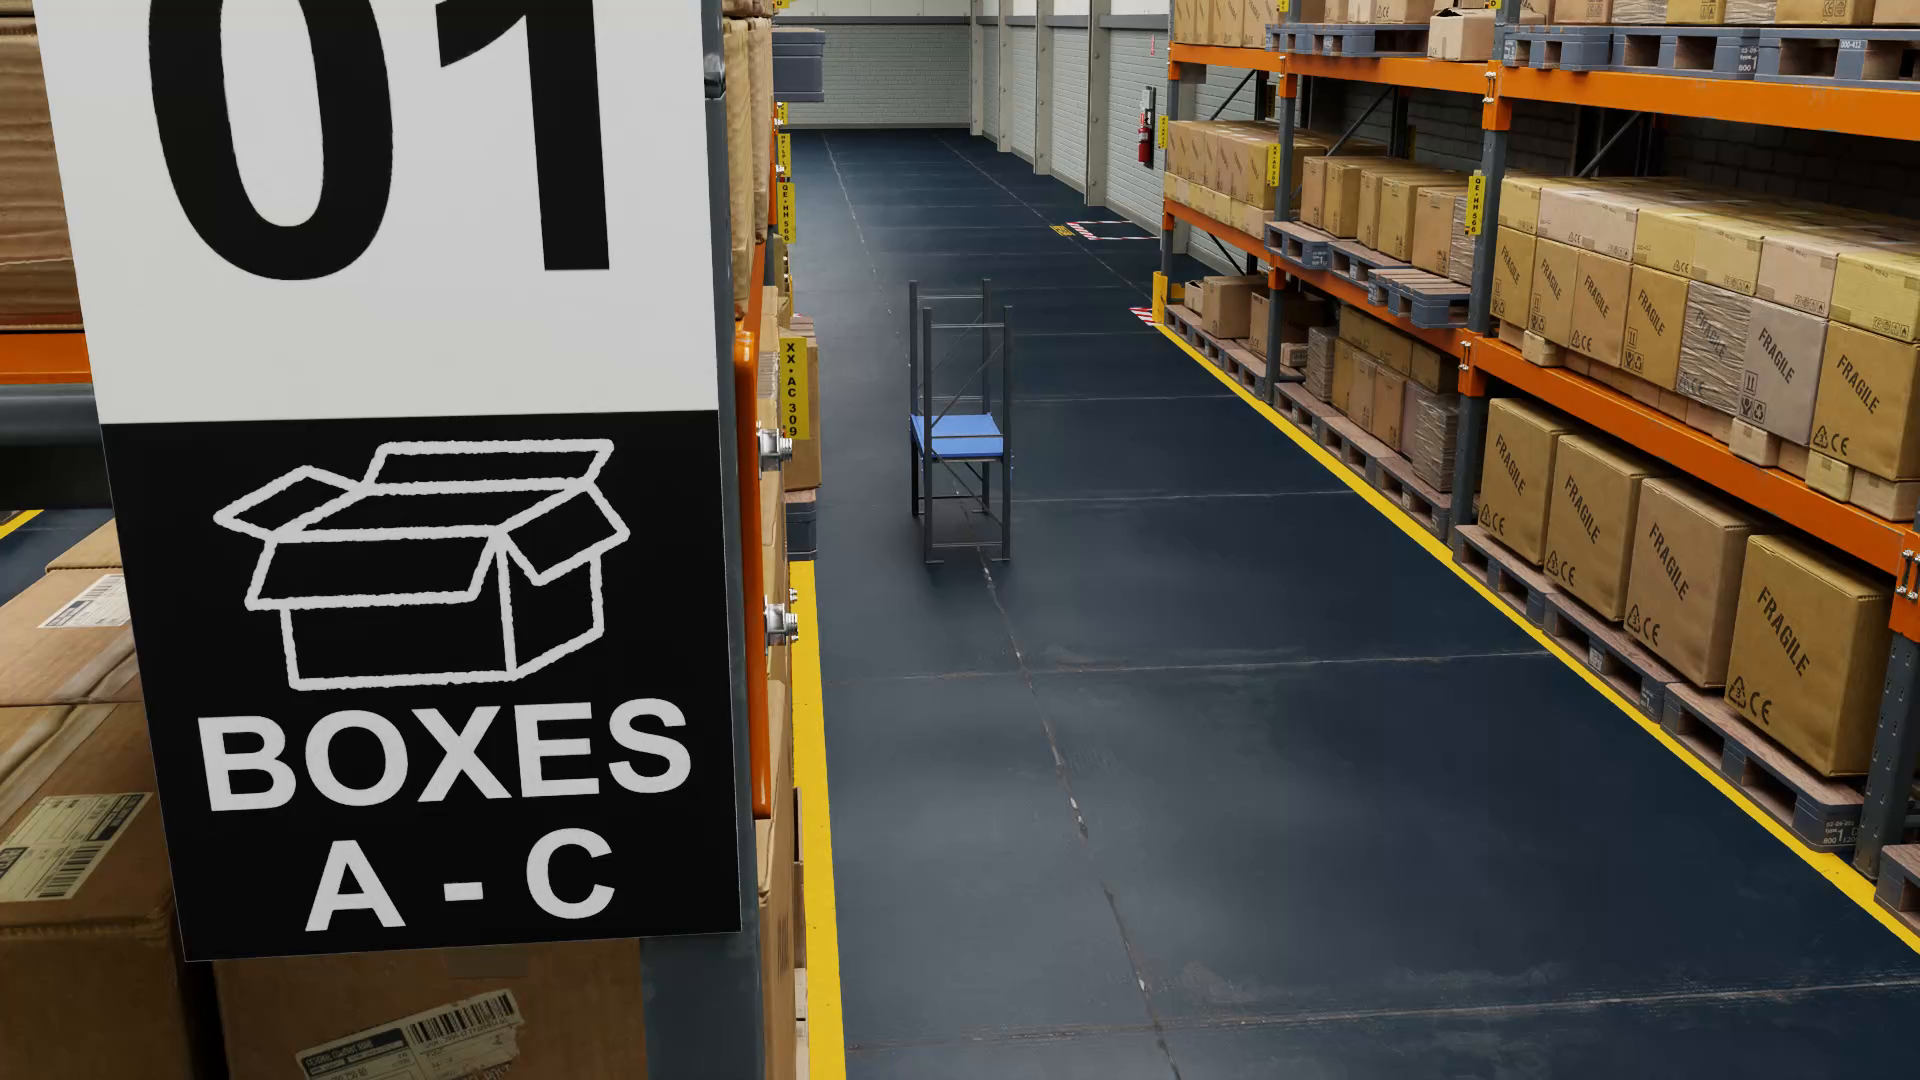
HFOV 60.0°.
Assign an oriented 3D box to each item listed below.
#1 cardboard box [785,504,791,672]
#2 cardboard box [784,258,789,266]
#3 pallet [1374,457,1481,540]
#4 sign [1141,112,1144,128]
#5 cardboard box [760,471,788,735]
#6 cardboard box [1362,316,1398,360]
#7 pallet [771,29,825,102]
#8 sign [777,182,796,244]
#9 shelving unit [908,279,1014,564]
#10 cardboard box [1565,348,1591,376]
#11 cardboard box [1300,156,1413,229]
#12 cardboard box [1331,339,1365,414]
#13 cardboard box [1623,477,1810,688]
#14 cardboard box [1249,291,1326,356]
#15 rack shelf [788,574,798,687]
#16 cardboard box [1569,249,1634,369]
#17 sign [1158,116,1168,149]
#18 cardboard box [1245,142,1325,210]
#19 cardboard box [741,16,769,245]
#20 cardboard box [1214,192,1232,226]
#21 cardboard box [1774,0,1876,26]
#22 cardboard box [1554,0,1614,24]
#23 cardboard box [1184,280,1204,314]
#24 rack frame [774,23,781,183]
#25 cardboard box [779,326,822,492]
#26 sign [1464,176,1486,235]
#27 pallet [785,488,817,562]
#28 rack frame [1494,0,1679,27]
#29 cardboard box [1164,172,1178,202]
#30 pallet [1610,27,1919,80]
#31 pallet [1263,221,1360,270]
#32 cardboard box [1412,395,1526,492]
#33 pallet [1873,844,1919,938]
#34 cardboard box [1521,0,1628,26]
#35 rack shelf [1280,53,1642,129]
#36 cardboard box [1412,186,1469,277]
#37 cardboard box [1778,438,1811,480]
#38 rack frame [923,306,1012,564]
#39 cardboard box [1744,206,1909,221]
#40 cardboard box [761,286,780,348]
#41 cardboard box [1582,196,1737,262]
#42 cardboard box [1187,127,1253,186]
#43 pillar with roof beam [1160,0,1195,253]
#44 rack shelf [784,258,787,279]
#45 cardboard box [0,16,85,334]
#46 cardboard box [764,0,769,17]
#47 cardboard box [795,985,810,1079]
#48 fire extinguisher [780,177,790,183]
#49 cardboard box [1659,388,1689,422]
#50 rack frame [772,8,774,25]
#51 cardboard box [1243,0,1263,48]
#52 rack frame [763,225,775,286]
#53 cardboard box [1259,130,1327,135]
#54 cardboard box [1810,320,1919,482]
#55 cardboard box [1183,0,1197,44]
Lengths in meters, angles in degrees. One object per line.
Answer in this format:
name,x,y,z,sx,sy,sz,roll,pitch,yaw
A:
cardboard box,-0.707,0.203,4.357,0.500,0.500,0.500,-1,17,-4
cardboard box,-1.787,-2.269,15.033,0.500,0.500,0.500,-2,18,-6
pallet,3.367,-0.293,10.756,1.003,0.211,1.213,-2,18,-6
sign,2.763,-6.302,25.182,0.001,0.329,0.234,-2,18,-6
cardboard box,-0.548,0.178,2.767,0.500,0.500,0.500,-2,17,-5
cardboard box,3.232,-1.452,11.981,0.500,0.250,0.500,-2,18,-7
pallet,-1.066,-1.582,5.515,1.213,0.211,1.003,-2,18,-6
sign,-0.942,-1.770,9.007,0.100,0.325,0.005,-2,18,-6
shelving unit,-0.009,-0.741,10.033,0.538,1.500,1.048,-2,18,-6
cardboard box,3.358,-0.946,8.569,0.380,0.149,0.250,-2,18,-6
cardboard box,3.052,-2.687,12.826,0.700,0.500,0.500,-2,18,-5
cardboard box,3.229,-1.228,12.519,0.700,0.500,0.500,-2,18,-7
cardboard box,3.567,0.173,7.507,0.750,0.750,0.750,-1,17,-4
cardboard box,2.886,-1.907,14.683,0.500,0.500,0.500,-3,18,-10
rack shelf,-0.862,0.895,3.520,1.077,0.370,4.000,-2,18,-6
cardboard box,3.336,-1.132,8.079,0.500,0.500,0.500,-2,18,-6
sign,2.081,-4.170,17.006,0.100,0.325,0.005,-2,18,-6
cardboard box,2.677,-3.009,13.718,0.500,0.500,0.500,-2,18,-6
cardboard box,-0.495,-0.522,2.076,0.500,0.250,0.500,-2,18,-6
cardboard box,2.572,-2.950,14.782,0.500,0.250,0.500,-2,18,-6
cardboard box,3.755,-2.317,6.639,0.700,0.500,0.500,-2,18,-7
cardboard box,3.552,-2.939,8.621,0.700,0.500,0.500,-3,18,-10
cardboard box,2.602,-2.492,16.860,0.500,0.311,0.500,-4,18,-12
rack frame,-2.306,-3.619,16.698,1.000,3.000,0.127,-2,18,-6
cardboard box,-0.895,-0.440,5.704,0.700,0.500,0.500,-8,19,-24
sign,2.907,-1.885,9.373,0.100,0.325,0.005,-2,18,-6
pallet,-1.042,-0.194,6.108,1.003,0.211,1.213,-2,18,-6
rack frame,3.446,-4.252,8.698,1.000,3.000,0.127,-2,18,-6
cardboard box,2.355,-3.556,16.714,0.500,0.250,0.500,-2,18,-7
pallet,3.683,-2.208,7.509,1.003,0.211,1.213,-1,17,-3
pallet,2.967,-2.258,12.682,1.003,0.211,1.213,-2,18,-6
cardboard box,3.320,-0.620,10.584,0.700,0.500,0.500,-2,17,-5
pallet,3.859,1.361,5.489,1.003,0.211,1.213,-2,18,-6
cardboard box,3.600,-3.100,9.836,0.500,0.500,0.500,-2,18,-6
rack shelf,3.239,-3.074,11.154,1.077,0.370,4.000,-2,18,-6
cardboard box,3.303,-1.953,10.489,0.700,0.500,0.500,-3,18,-11
cardboard box,3.510,-0.333,6.616,0.380,0.149,0.250,-1,17,-4
rack frame,0.044,-0.590,9.551,0.500,1.500,0.032,-2,18,-6
cardboard box,3.903,-1.361,7.555,0.500,0.250,0.500,-2,18,-7
cardboard box,-0.759,-0.426,4.691,0.500,0.500,0.500,-2,18,-5
cardboard box,3.348,-1.495,7.982,0.500,0.250,0.500,-2,18,-5
cardboard box,2.459,-3.616,15.653,0.500,0.500,0.500,-2,18,-7
pillar with roof beam,-1.348,-8.109,20.982,9.100,9.000,0.400,-2,18,-6
rack shelf,-1.687,-1.489,11.112,1.077,0.370,4.000,-2,18,-6
cardboard box,-0.971,-0.357,1.549,0.500,0.250,0.500,-2,18,-6
cardboard box,-0.651,-1.208,3.424,0.500,0.250,0.500,-2,18,-6
cardboard box,-0.650,1.413,4.422,0.500,0.311,0.500,-2,18,-6
fire extinguisher,-1.856,-3.632,16.868,0.296,0.674,0.183,-2,18,-6
cardboard box,3.438,-0.639,7.592,0.380,0.149,0.250,-1,17,-4
rack frame,-1.894,-5.290,12.003,1.000,3.000,0.127,-2,18,-6
cardboard box,2.696,-4.364,13.862,0.500,0.500,0.500,-3,18,-10
rack frame,-1.069,-0.044,5.310,1.000,3.000,0.127,-2,18,-6
cardboard box,3.032,-3.481,15.223,0.500,0.500,0.500,-2,17,-5
cardboard box,3.560,-0.527,6.152,0.500,0.500,0.500,-2,18,-7
cardboard box,2.426,-4.993,15.867,0.500,0.500,0.500,-1,17,-2
